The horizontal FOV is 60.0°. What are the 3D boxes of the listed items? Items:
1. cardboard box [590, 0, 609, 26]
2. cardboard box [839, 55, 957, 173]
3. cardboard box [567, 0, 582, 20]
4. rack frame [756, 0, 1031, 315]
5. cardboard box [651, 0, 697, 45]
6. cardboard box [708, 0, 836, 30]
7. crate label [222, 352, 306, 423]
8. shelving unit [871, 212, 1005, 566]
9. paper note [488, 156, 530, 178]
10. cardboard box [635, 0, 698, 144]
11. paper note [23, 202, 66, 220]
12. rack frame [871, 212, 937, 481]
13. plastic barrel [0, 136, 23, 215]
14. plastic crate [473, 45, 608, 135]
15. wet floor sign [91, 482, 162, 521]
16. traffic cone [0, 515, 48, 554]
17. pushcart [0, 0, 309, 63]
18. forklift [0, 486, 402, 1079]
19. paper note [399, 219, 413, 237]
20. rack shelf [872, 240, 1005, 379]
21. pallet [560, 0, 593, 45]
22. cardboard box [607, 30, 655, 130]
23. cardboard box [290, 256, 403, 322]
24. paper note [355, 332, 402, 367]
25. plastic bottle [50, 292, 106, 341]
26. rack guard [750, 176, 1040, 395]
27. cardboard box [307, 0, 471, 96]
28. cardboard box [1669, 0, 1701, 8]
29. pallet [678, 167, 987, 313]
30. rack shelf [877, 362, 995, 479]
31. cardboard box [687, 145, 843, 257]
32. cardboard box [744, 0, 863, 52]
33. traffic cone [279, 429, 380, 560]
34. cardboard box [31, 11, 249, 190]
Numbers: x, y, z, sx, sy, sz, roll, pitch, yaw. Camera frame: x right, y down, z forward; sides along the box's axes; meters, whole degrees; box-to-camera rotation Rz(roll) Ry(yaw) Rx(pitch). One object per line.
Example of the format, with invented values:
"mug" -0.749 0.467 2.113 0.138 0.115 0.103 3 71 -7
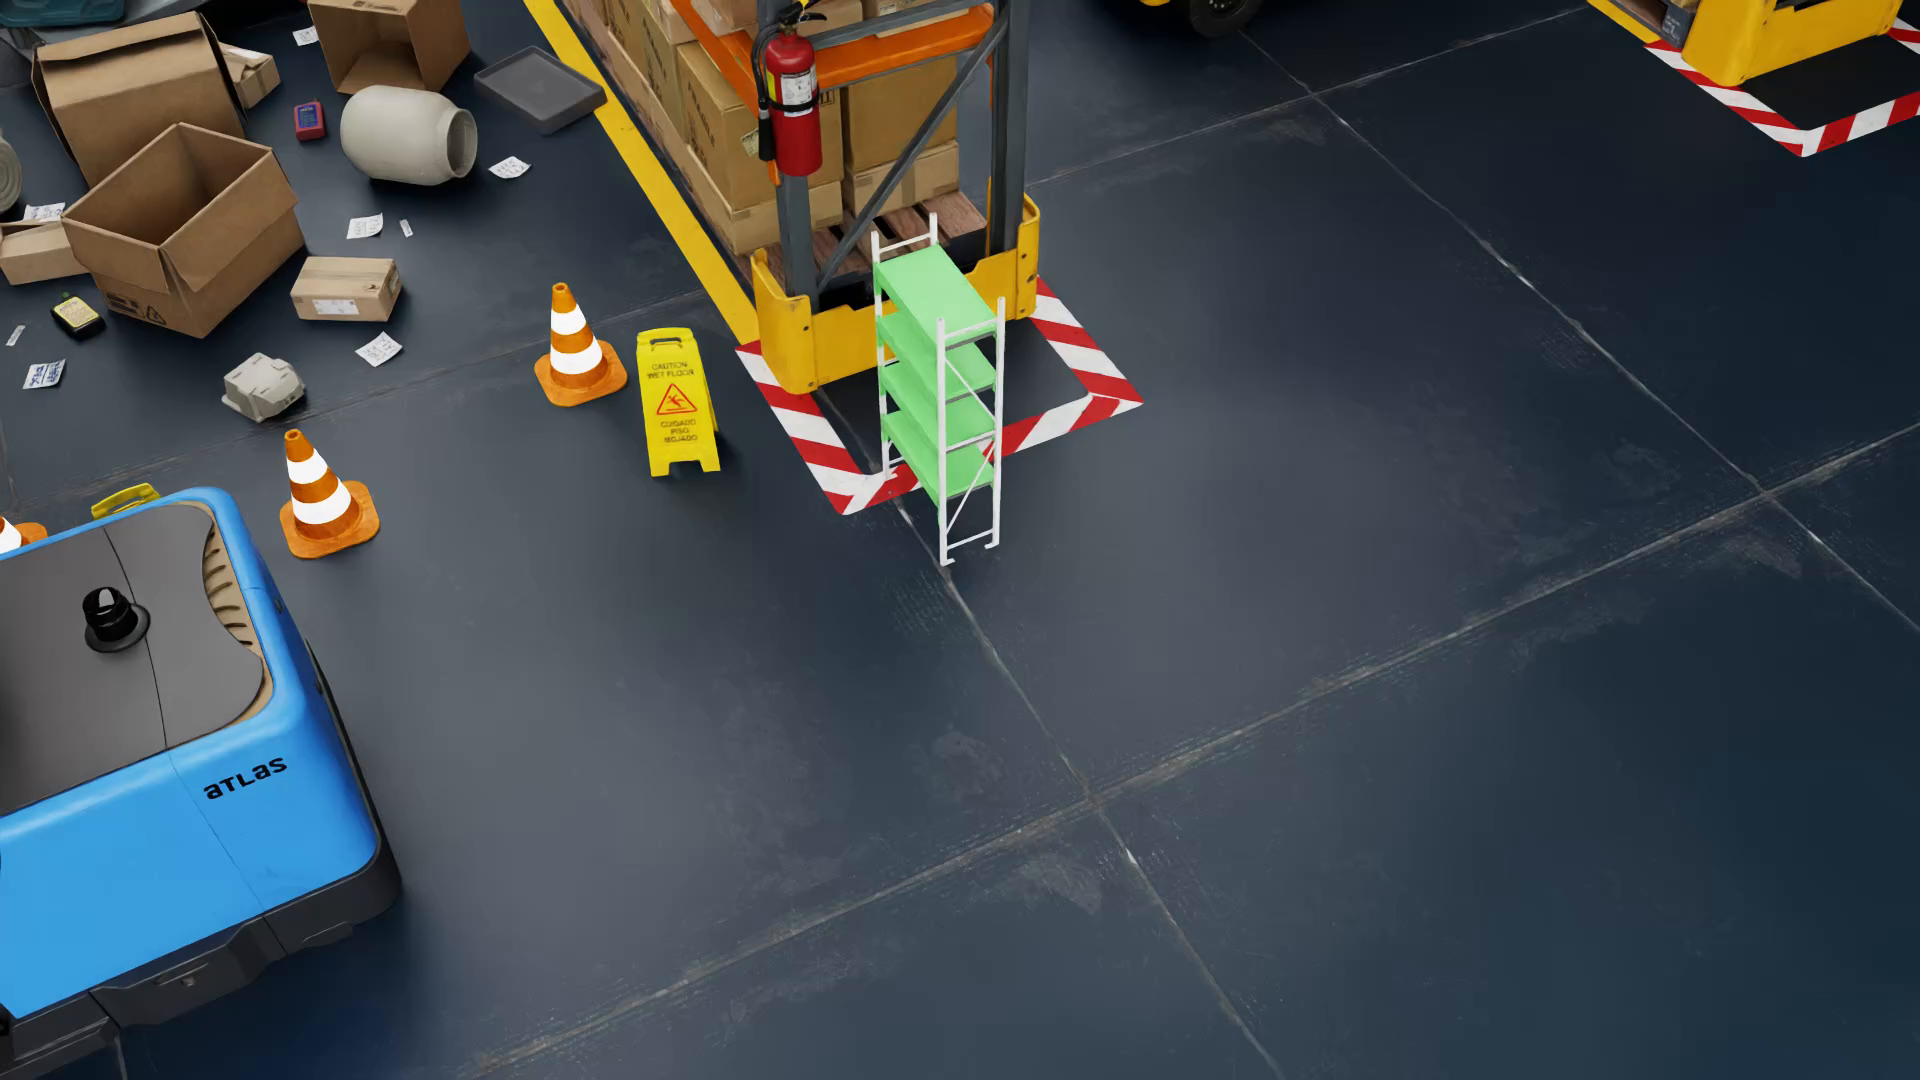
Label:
"cardboard box" -1.525 -2.795 7.751 0.500 0.500 0.500 -19 51 -16
"cardboard box" -0.351 -1.958 7.019 0.500 0.500 0.500 -23 53 -19
"cardboard box" -1.762 -2.896 8.338 0.500 0.250 0.500 -18 51 -15
"rack frame" -0.216 -1.827 5.855 1.000 3.000 0.127 -21 52 -18
"cardboard box" -1.042 -2.190 6.791 0.380 0.149 0.250 -20 52 -16
"cardboard box" -0.709 -2.226 5.940 0.500 0.500 0.500 -22 52 -18
"crate label" -2.806 -0.623 6.704 0.298 0.136 0.250 26 54 21
"shelving unit" -0.076 -0.506 5.895 0.258 1.200 0.503 -21 52 -18
"paper note" -2.099 -1.738 7.749 0.148 0.019 0.142 35 57 27
"cardboard box" -1.056 -2.102 7.145 0.500 0.500 0.500 -19 52 -16
"paper note" -4.153 -1.473 7.523 0.172 0.023 0.155 -5 49 -5
"rack frame" -0.187 -0.669 6.038 0.240 1.200 0.015 -21 52 -18
"plastic barrel" -4.519 -1.653 7.414 0.512 0.421 0.421 10 50 8
"plastic crate" -2.057 -2.210 8.130 0.583 0.080 0.402 35 57 27
"wet floor sign" -2.797 0.058 5.771 0.267 0.644 0.232 -30 55 -23
"traffic cone" -3.552 -0.064 5.998 0.336 0.463 0.334 -21 52 -18
"pushcart" -4.051 -2.822 8.468 0.936 0.377 1.648 35 57 27
"forklift" -3.289 0.414 3.941 3.031 2.935 1.130 -23 53 -19
"paper note" -2.488 -1.402 7.470 0.032 0.001 0.123 -21 52 -18
"rack shelf" -0.076 -0.780 5.582 0.258 0.148 0.480 -21 52 -18
"pallet" -1.708 -3.149 8.864 1.003 0.211 1.213 -21 52 -18
"cardboard box" -1.300 -2.206 7.735 0.500 0.250 0.500 -23 53 -19
"cardboard box" -2.612 -1.070 7.087 0.380 0.149 0.250 2 49 2
"paper note" -2.419 -0.797 6.927 0.142 0.019 0.148 35 57 27
"plastic bottle" -3.755 -0.956 7.045 0.283 0.061 0.133 35 57 27
"rack guard" -0.251 -1.055 6.841 1.175 0.500 0.348 -21 52 -18
"cardboard box" -2.766 -2.496 8.100 0.500 0.500 0.500 10 50 8
"cardboard box" 3.700 -2.978 8.410 0.500 0.250 0.500 -21 52 -17
"pallet" -0.591 -1.516 7.436 1.003 0.211 1.213 -21 52 -18
"rack shelf" -0.076 -0.464 5.943 0.258 0.148 0.480 -21 52 -18
"cardboard box" -0.836 -1.525 7.138 0.500 0.250 0.500 -21 52 -18
"cardboard box" -0.577 -1.921 6.104 0.380 0.149 0.250 -20 52 -16
"traffic cone" -2.391 -0.226 6.140 0.336 0.463 0.334 -21 52 -18
"cardboard box" -3.706 -1.977 7.554 0.797 0.637 0.503 -21 52 -18
